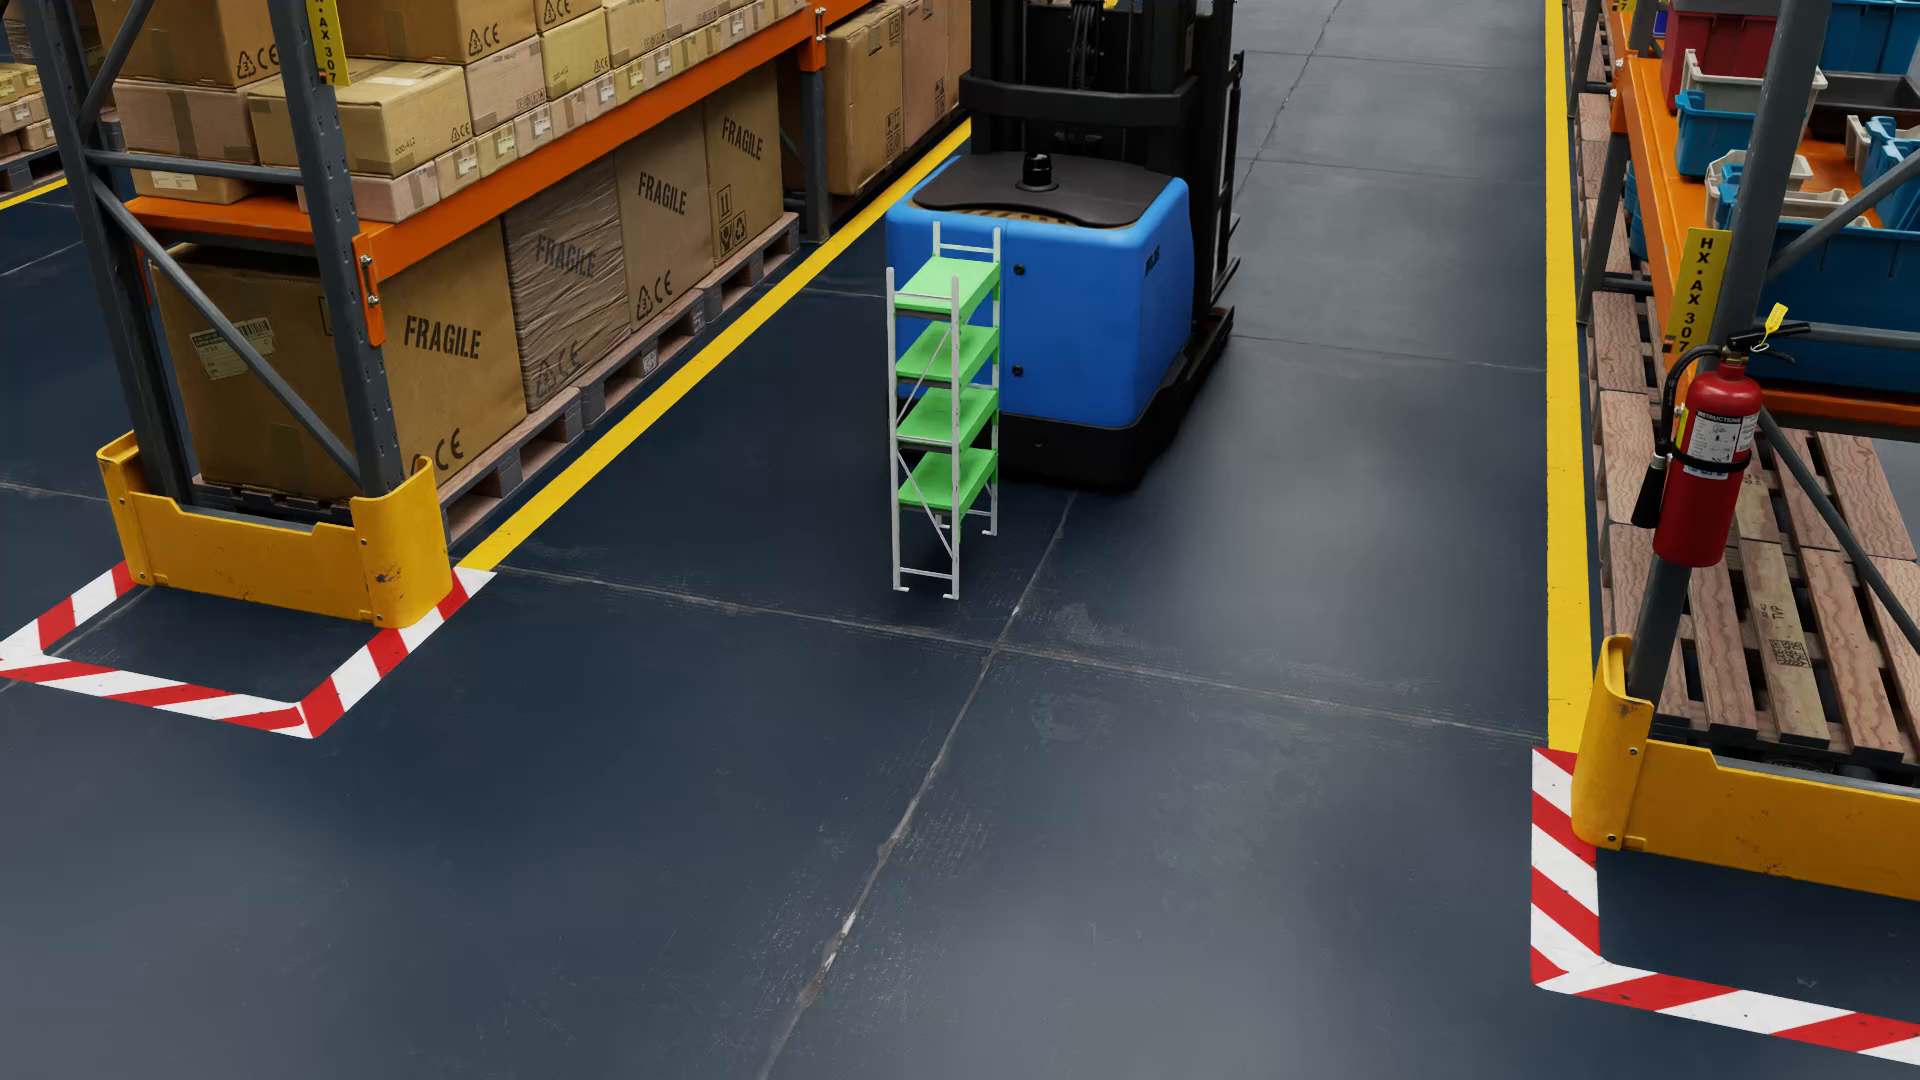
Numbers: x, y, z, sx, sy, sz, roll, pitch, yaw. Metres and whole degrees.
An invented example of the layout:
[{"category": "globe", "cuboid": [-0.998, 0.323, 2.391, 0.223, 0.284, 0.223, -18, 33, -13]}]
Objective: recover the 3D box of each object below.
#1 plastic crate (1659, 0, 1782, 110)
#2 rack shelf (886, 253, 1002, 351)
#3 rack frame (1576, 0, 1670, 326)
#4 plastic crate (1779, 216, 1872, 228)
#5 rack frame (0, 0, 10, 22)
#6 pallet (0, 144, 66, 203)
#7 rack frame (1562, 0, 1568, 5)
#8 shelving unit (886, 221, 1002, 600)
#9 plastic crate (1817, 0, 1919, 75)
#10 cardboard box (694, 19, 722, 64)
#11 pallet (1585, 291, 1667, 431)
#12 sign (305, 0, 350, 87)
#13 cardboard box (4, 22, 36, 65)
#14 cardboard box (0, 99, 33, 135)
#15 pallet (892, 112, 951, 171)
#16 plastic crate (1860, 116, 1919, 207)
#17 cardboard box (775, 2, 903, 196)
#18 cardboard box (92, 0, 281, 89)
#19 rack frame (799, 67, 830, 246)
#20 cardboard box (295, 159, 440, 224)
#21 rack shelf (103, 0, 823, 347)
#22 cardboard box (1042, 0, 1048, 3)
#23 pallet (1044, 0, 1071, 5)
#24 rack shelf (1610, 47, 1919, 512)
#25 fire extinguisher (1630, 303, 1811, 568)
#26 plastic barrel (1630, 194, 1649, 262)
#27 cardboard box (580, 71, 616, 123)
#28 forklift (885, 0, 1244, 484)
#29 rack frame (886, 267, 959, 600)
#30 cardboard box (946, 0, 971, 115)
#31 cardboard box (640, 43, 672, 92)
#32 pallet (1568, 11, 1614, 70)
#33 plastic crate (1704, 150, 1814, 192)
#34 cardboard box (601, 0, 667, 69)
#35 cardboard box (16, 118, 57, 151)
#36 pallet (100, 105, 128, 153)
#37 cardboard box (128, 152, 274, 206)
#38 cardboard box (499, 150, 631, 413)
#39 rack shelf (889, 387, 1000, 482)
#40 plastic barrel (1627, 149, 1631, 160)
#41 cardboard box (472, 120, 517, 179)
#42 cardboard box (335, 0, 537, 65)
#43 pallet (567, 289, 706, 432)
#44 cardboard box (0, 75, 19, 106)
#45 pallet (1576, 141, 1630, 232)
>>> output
[{"category": "plastic crate", "cuboid": [3.012, -1.998, 6.628, 0.402, 0.464, 0.583, 8, 30, 15]}, {"category": "rack shelf", "cuboid": [-0.049, -0.811, 5.618, 0.258, 0.148, 0.480, 8, 30, 15]}, {"category": "rack frame", "cuboid": [3.514, -2.323, 7.340, 1.000, 3.000, 0.127, 8, 30, 15]}, {"category": "plastic crate", "cuboid": [2.505, -0.912, 5.014, 0.396, 0.136, 0.243, 8, 30, 15]}, {"category": "rack frame", "cuboid": [-5.933, -3.784, 9.967, 1.000, 3.000, 0.127, 8, 30, 15]}, {"category": "pallet", "cuboid": [-6.096, -2.248, 10.074, 1.003, 0.211, 1.213, 8, 30, 15]}, {"category": "rack frame", "cuboid": [5.862, -6.040, 14.023, 1.000, 3.000, 0.127, 8, 30, 15]}, {"category": "shelving unit", "cuboid": [-0.049, -0.447, 5.820, 0.258, 1.200, 0.503, 8, 30, 15]}, {"category": "plastic crate", "cuboid": [3.703, -2.076, 6.851, 0.392, 0.384, 0.575, 8, 30, 15]}, {"category": "cardboard box", "cuboid": [-1.299, -2.253, 7.472, 0.380, 0.149, 0.250, 9, 30, 16]}, {"category": "pallet", "cuboid": [3.335, -0.757, 7.393, 1.003, 0.211, 1.213, 8, 30, 15]}, {"category": "sign", "cuboid": [-1.866, -1.501, 4.891, 0.100, 0.325, 0.005, 8, 30, 15]}, {"category": "cardboard box", "cuboid": [-5.956, -3.255, 11.155, 0.500, 0.500, 0.500, 8, 30, 14]}, {"category": "cardboard box", "cuboid": [-5.789, -2.532, 9.911, 0.380, 0.149, 0.250, 7, 30, 12]}, {"category": "pallet", "cuboid": [-0.710, -2.749, 10.974, 1.003, 0.211, 1.213, 8, 30, 15]}, {"category": "plastic crate", "cuboid": [3.202, -1.236, 5.497, 0.416, 0.233, 0.300, 8, 30, 15]}, {"category": "cardboard box", "cuboid": [-1.052, -2.585, 9.564, 1.225, 0.875, 0.875, 9, 30, 15]}, {"category": "cardboard box", "cuboid": [-2.503, -1.827, 5.525, 0.500, 0.500, 0.500, 9, 30, 15]}, {"category": "rack frame", "cuboid": [-1.221, -3.029, 8.610, 1.000, 3.000, 0.127, 8, 30, 15]}, {"category": "cardboard box", "cuboid": [-1.975, -1.179, 5.541, 0.380, 0.149, 0.250, 9, 30, 15]}, {"category": "rack shelf", "cuboid": [-1.808, -1.786, 7.114, 1.077, 0.370, 4.000, 8, 30, 15]}, {"category": "cardboard box", "cuboid": [0.441, -4.826, 13.959, 0.700, 0.500, 0.500, 11, 31, 19]}, {"category": "pallet", "cuboid": [0.544, -4.598, 14.298, 1.003, 0.211, 1.213, 8, 30, 15]}, {"category": "rack shelf", "cuboid": [2.927, -1.079, 5.844, 1.077, 0.370, 4.000, 8, 30, 15]}, {"category": "fire extinguisher", "cuboid": [1.861, -0.262, 4.098, 0.296, 0.674, 0.183, 8, 30, 15]}, {"category": "plastic barrel", "cuboid": [3.690, -1.840, 8.198, 0.600, 0.901, 0.708, 8, 30, 15]}, {"category": "cardboard box", "cuboid": [-1.600, -1.776, 6.616, 0.380, 0.149, 0.250, 8, 30, 14]}, {"category": "forklift", "cuboid": [0.673, -2.198, 7.187, 1.130, 2.935, 3.031, 10, 31, 17]}, {"category": "rack frame", "cuboid": [-0.120, -0.334, 5.616, 0.240, 1.200, 0.015, 8, 30, 15]}, {"category": "cardboard box", "cuboid": [-0.538, -3.412, 11.052, 1.225, 0.875, 0.875, 9, 30, 15]}, {"category": "cardboard box", "cuboid": [-1.450, -2.016, 7.046, 0.380, 0.149, 0.250, 9, 30, 16]}, {"category": "pallet", "cuboid": [5.312, -3.883, 13.012, 1.003, 0.211, 1.213, 8, 30, 15]}, {"category": "plastic crate", "cuboid": [2.632, -1.185, 5.505, 0.298, 0.136, 0.250, 8, 30, 15]}, {"category": "cardboard box", "cuboid": [-1.551, -2.138, 6.856, 0.500, 0.250, 0.500, 8, 30, 14]}, {"category": "cardboard box", "cuboid": [-5.722, -2.491, 10.143, 0.380, 0.149, 0.250, 9, 30, 16]}, {"category": "pallet", "cuboid": [-5.706, -2.928, 11.295, 1.003, 0.211, 1.213, 8, 30, 15]}, {"category": "cardboard box", "cuboid": [-2.605, -1.273, 5.711, 0.380, 0.149, 0.250, 9, 30, 16]}, {"category": "cardboard box", "cuboid": [-2.017, -1.157, 6.998, 0.875, 0.875, 0.875, 8, 30, 15]}, {"category": "rack shelf", "cuboid": [-0.049, -0.392, 5.851, 0.258, 0.148, 0.480, 8, 30, 15]}, {"category": "plastic barrel", "cuboid": [4.229, -2.557, 9.809, 0.600, 0.588, 0.708, 8, 30, 15]}, {"category": "cardboard box", "cuboid": [-1.827, -1.417, 5.970, 0.380, 0.149, 0.250, 8, 30, 14]}, {"category": "cardboard box", "cuboid": [-1.849, -1.980, 5.800, 0.500, 0.500, 0.500, 8, 30, 14]}, {"category": "pallet", "cuboid": [-1.875, -0.900, 7.650, 1.003, 0.211, 1.213, 8, 30, 15]}, {"category": "cardboard box", "cuboid": [-5.825, -2.655, 9.825, 0.380, 0.149, 0.250, 9, 30, 15]}, {"category": "pallet", "cuboid": [4.136, -2.025, 9.674, 1.003, 0.211, 1.213, 8, 30, 15]}]
